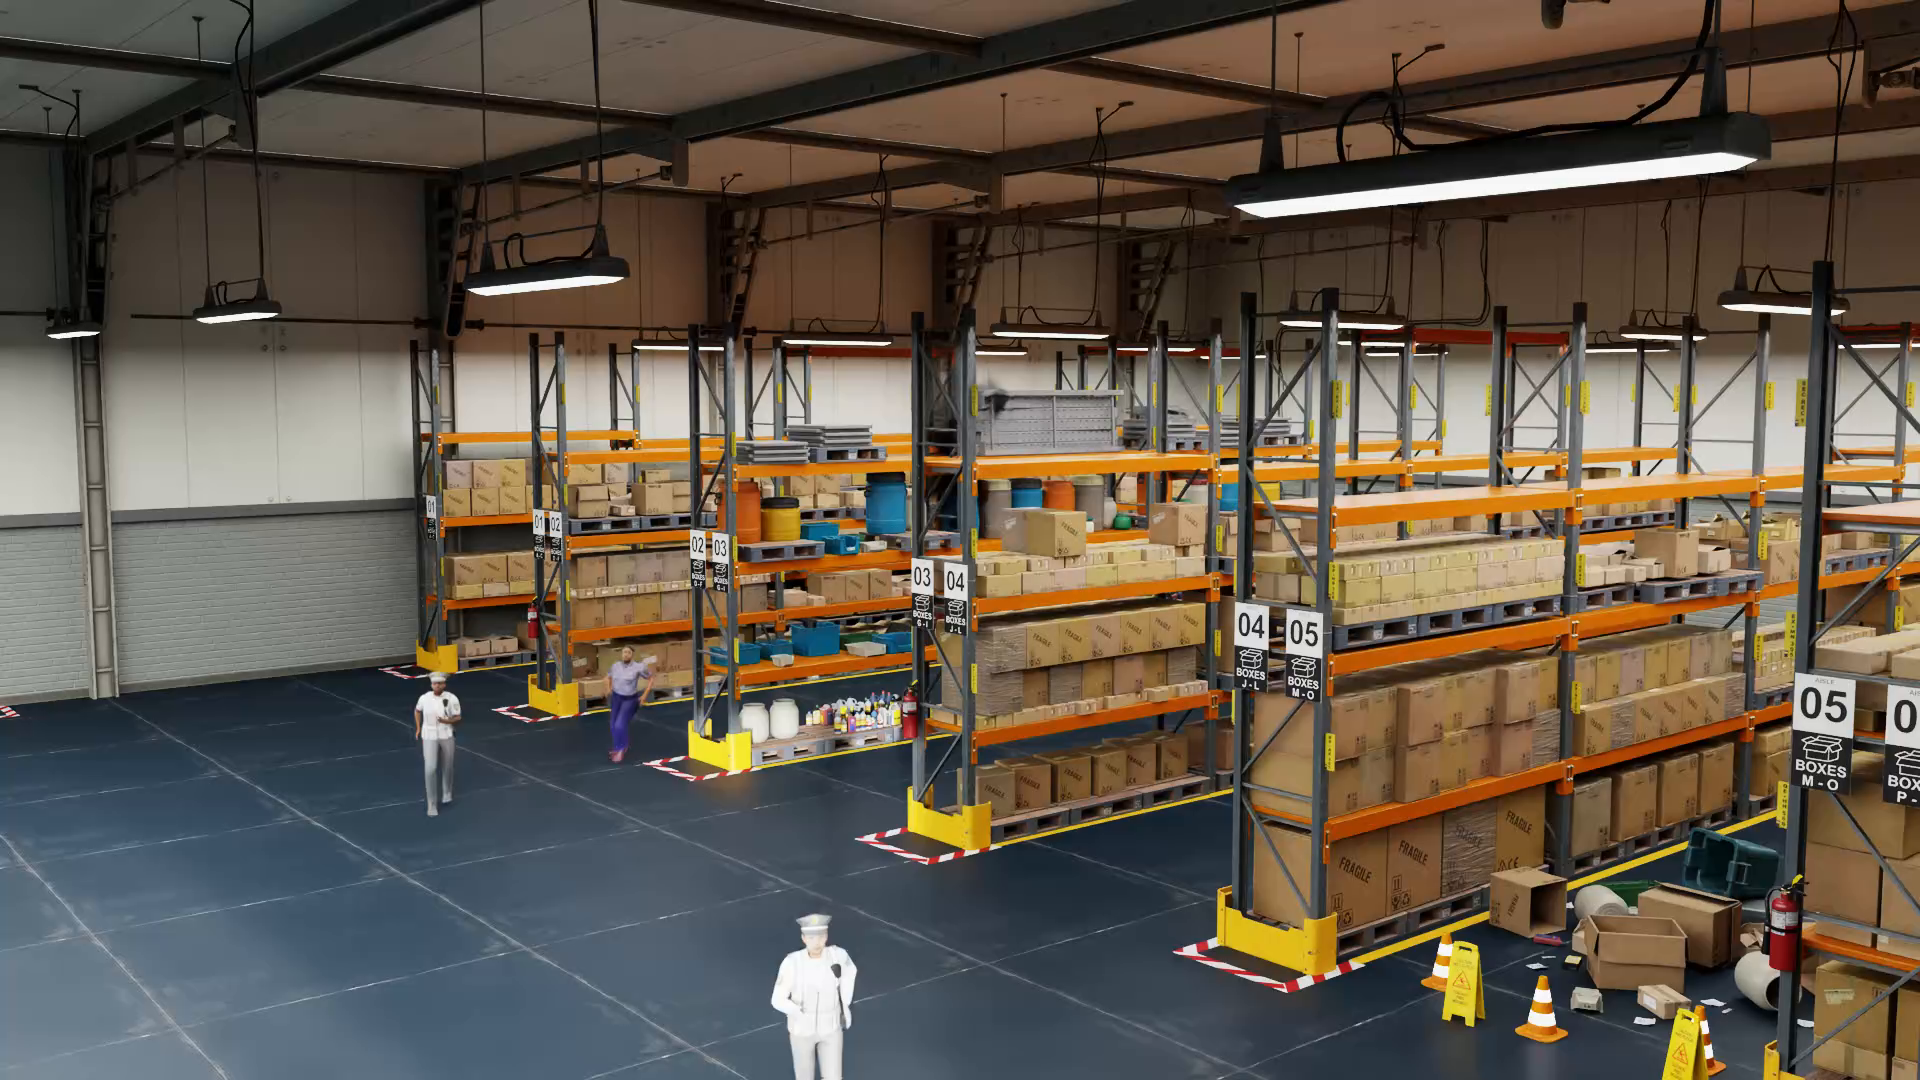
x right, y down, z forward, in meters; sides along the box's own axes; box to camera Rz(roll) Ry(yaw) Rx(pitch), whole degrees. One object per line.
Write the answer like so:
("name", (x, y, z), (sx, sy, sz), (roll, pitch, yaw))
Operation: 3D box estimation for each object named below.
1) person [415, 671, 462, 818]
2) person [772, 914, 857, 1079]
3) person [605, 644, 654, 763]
("person", (-6.339, 2.453, 20.220), (0.549, 1.756, 0.762), (-2, 6, -16))
("person", (-0.965, 3.288, 11.109), (0.574, 1.707, 0.896), (-1, 5, -7))
("person", (-4.612, 2.259, 22.952), (0.677, 1.632, 0.649), (2, 6, 20))
